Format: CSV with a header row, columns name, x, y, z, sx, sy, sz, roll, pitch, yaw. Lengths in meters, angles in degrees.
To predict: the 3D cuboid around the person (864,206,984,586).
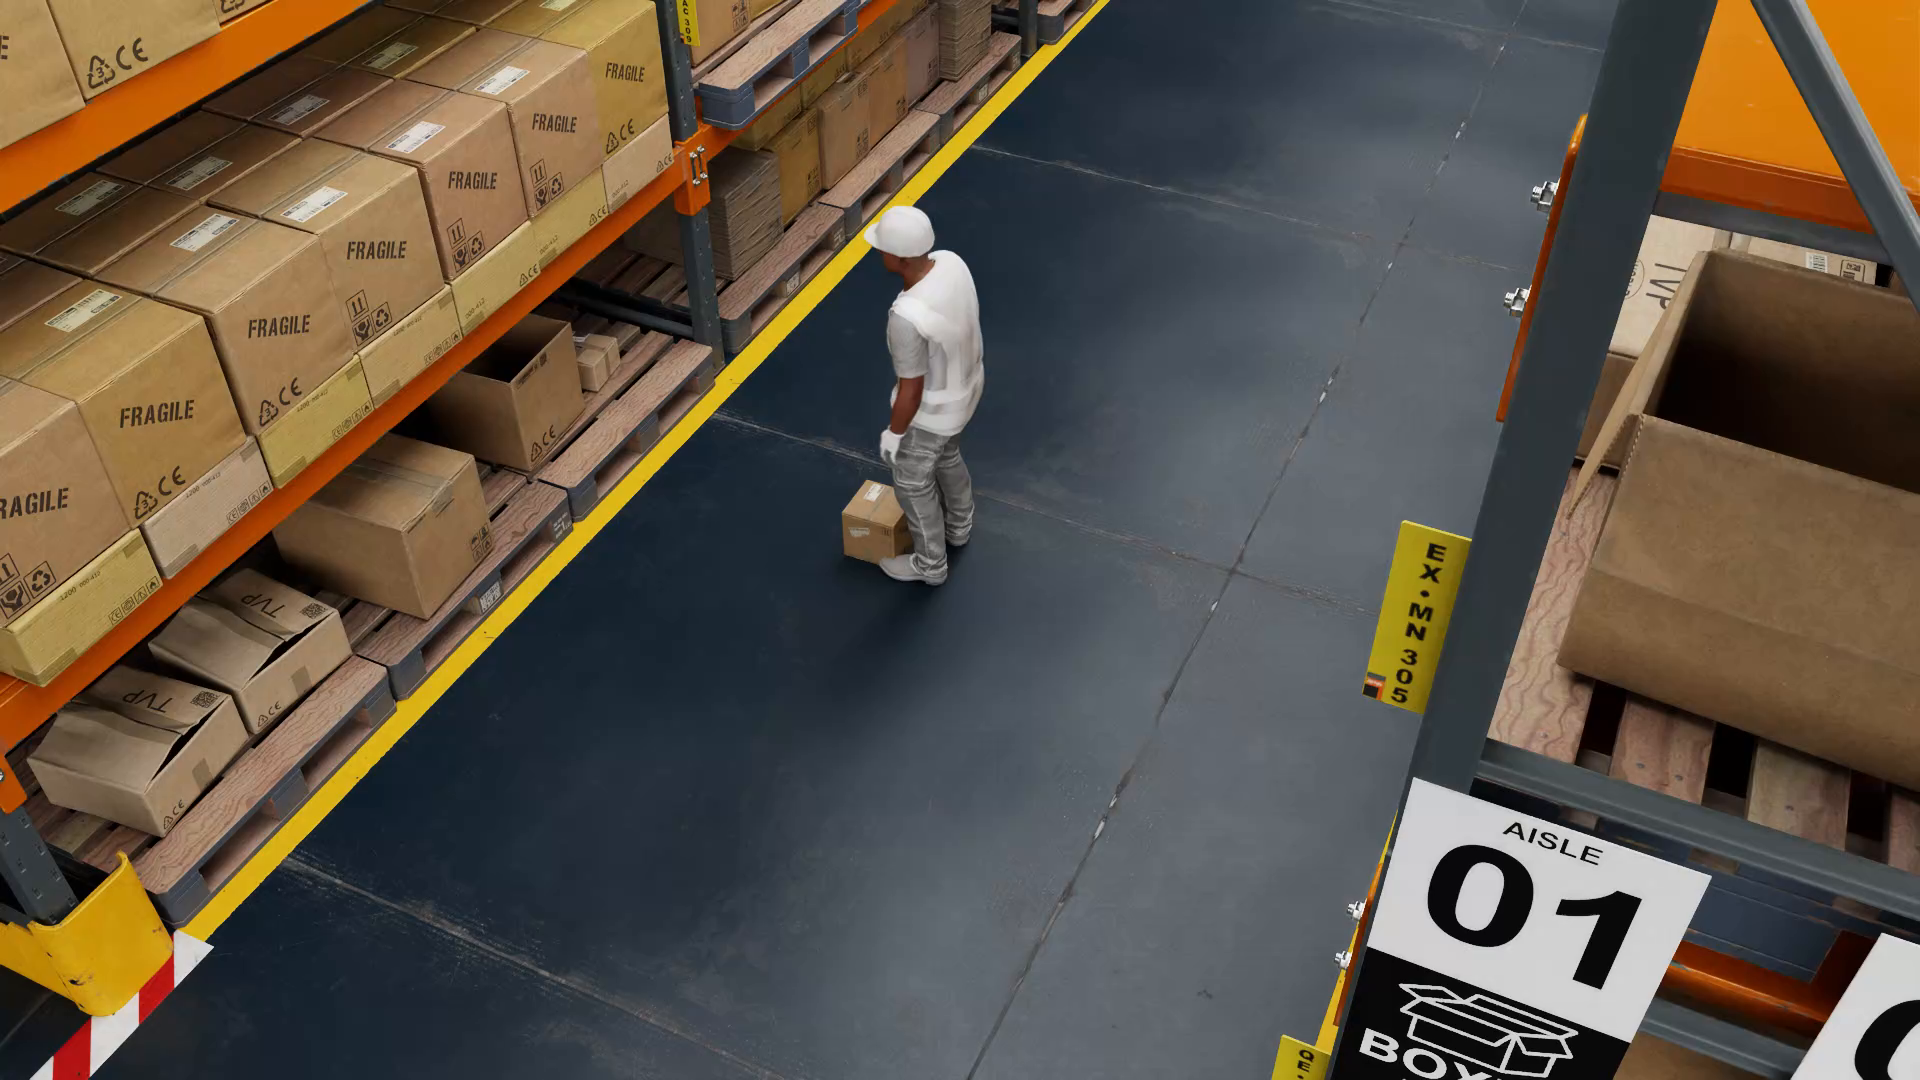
name,x,y,z,sx,sy,sz,roll,pitch,yaw
person,-0.143,-0.573,6.795,0.443,1.776,0.630,15,44,16
